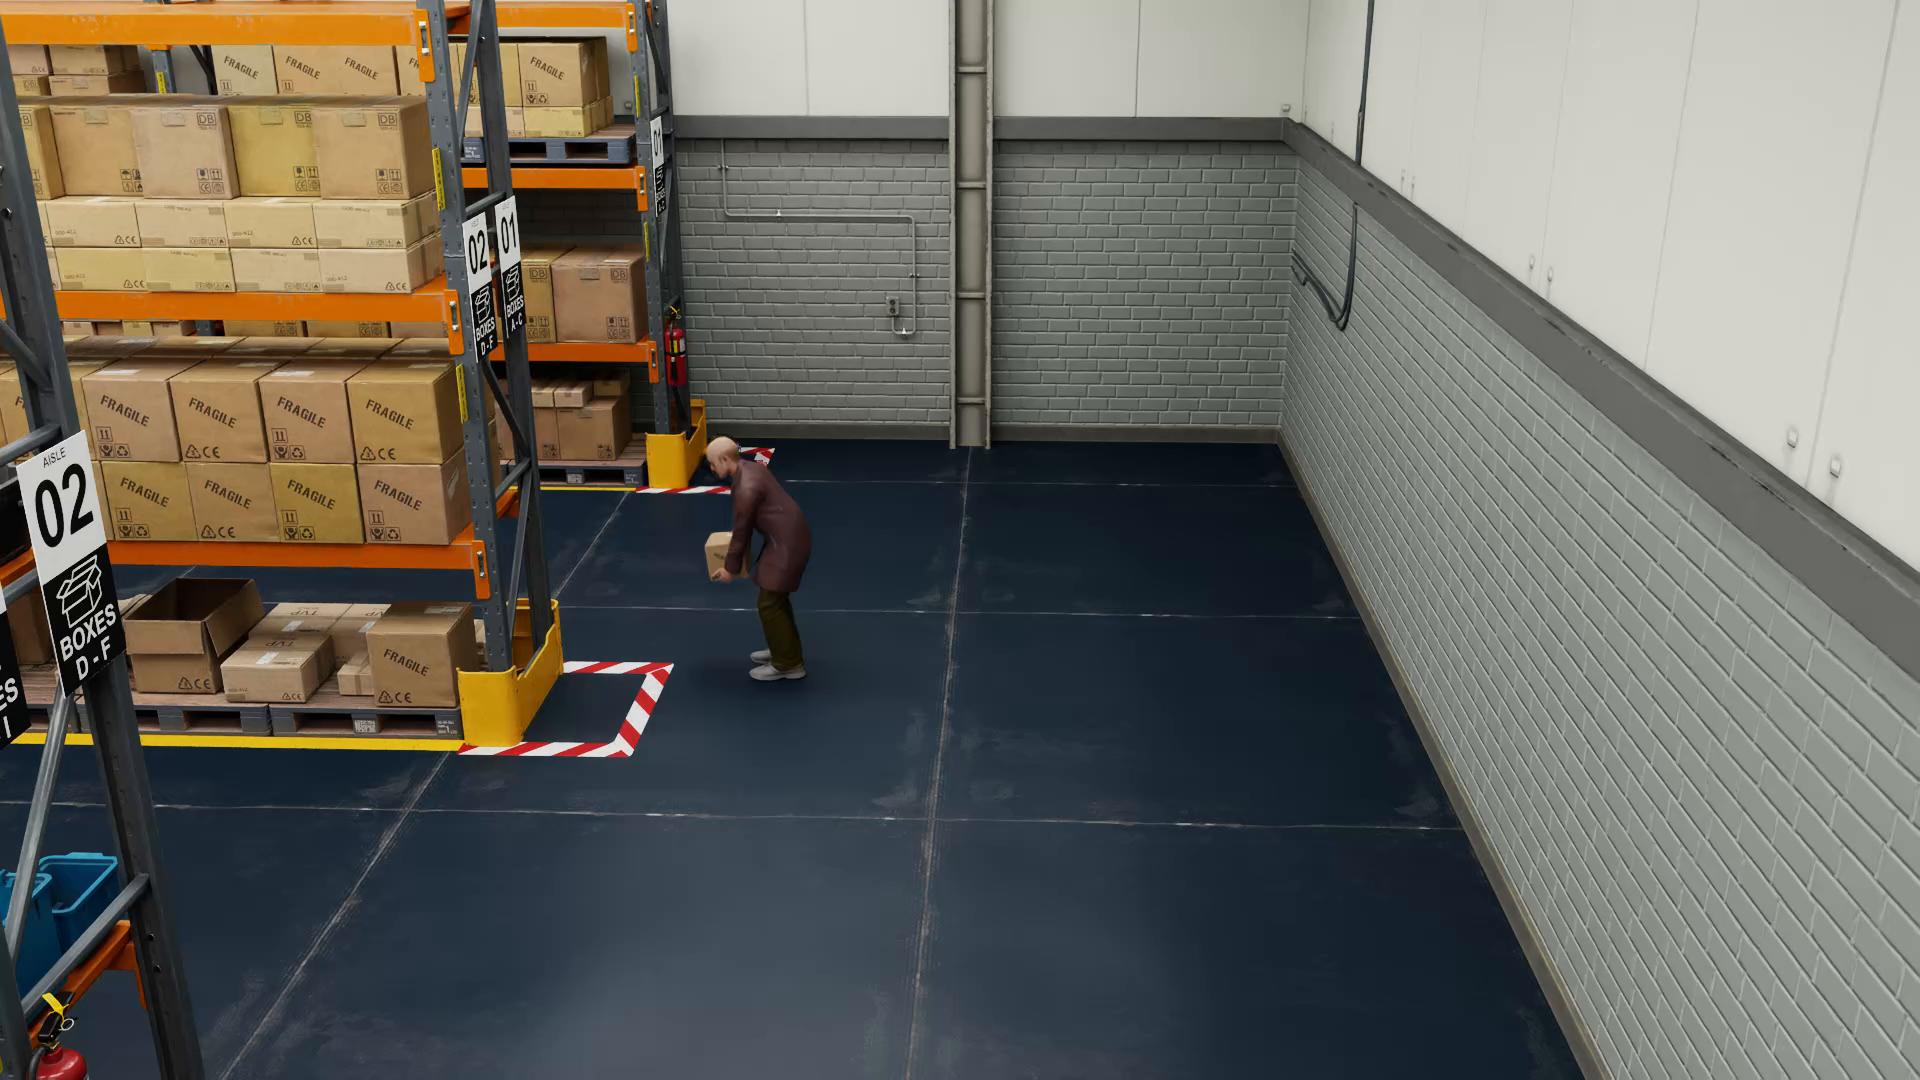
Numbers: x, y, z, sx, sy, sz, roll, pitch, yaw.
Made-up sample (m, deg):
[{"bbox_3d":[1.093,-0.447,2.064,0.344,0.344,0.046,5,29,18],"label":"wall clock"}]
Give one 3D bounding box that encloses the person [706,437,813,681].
[{"bbox_3d":[-1.306,0.106,11.003,0.662,1.653,0.543,0,20,1],"label":"person"}]
